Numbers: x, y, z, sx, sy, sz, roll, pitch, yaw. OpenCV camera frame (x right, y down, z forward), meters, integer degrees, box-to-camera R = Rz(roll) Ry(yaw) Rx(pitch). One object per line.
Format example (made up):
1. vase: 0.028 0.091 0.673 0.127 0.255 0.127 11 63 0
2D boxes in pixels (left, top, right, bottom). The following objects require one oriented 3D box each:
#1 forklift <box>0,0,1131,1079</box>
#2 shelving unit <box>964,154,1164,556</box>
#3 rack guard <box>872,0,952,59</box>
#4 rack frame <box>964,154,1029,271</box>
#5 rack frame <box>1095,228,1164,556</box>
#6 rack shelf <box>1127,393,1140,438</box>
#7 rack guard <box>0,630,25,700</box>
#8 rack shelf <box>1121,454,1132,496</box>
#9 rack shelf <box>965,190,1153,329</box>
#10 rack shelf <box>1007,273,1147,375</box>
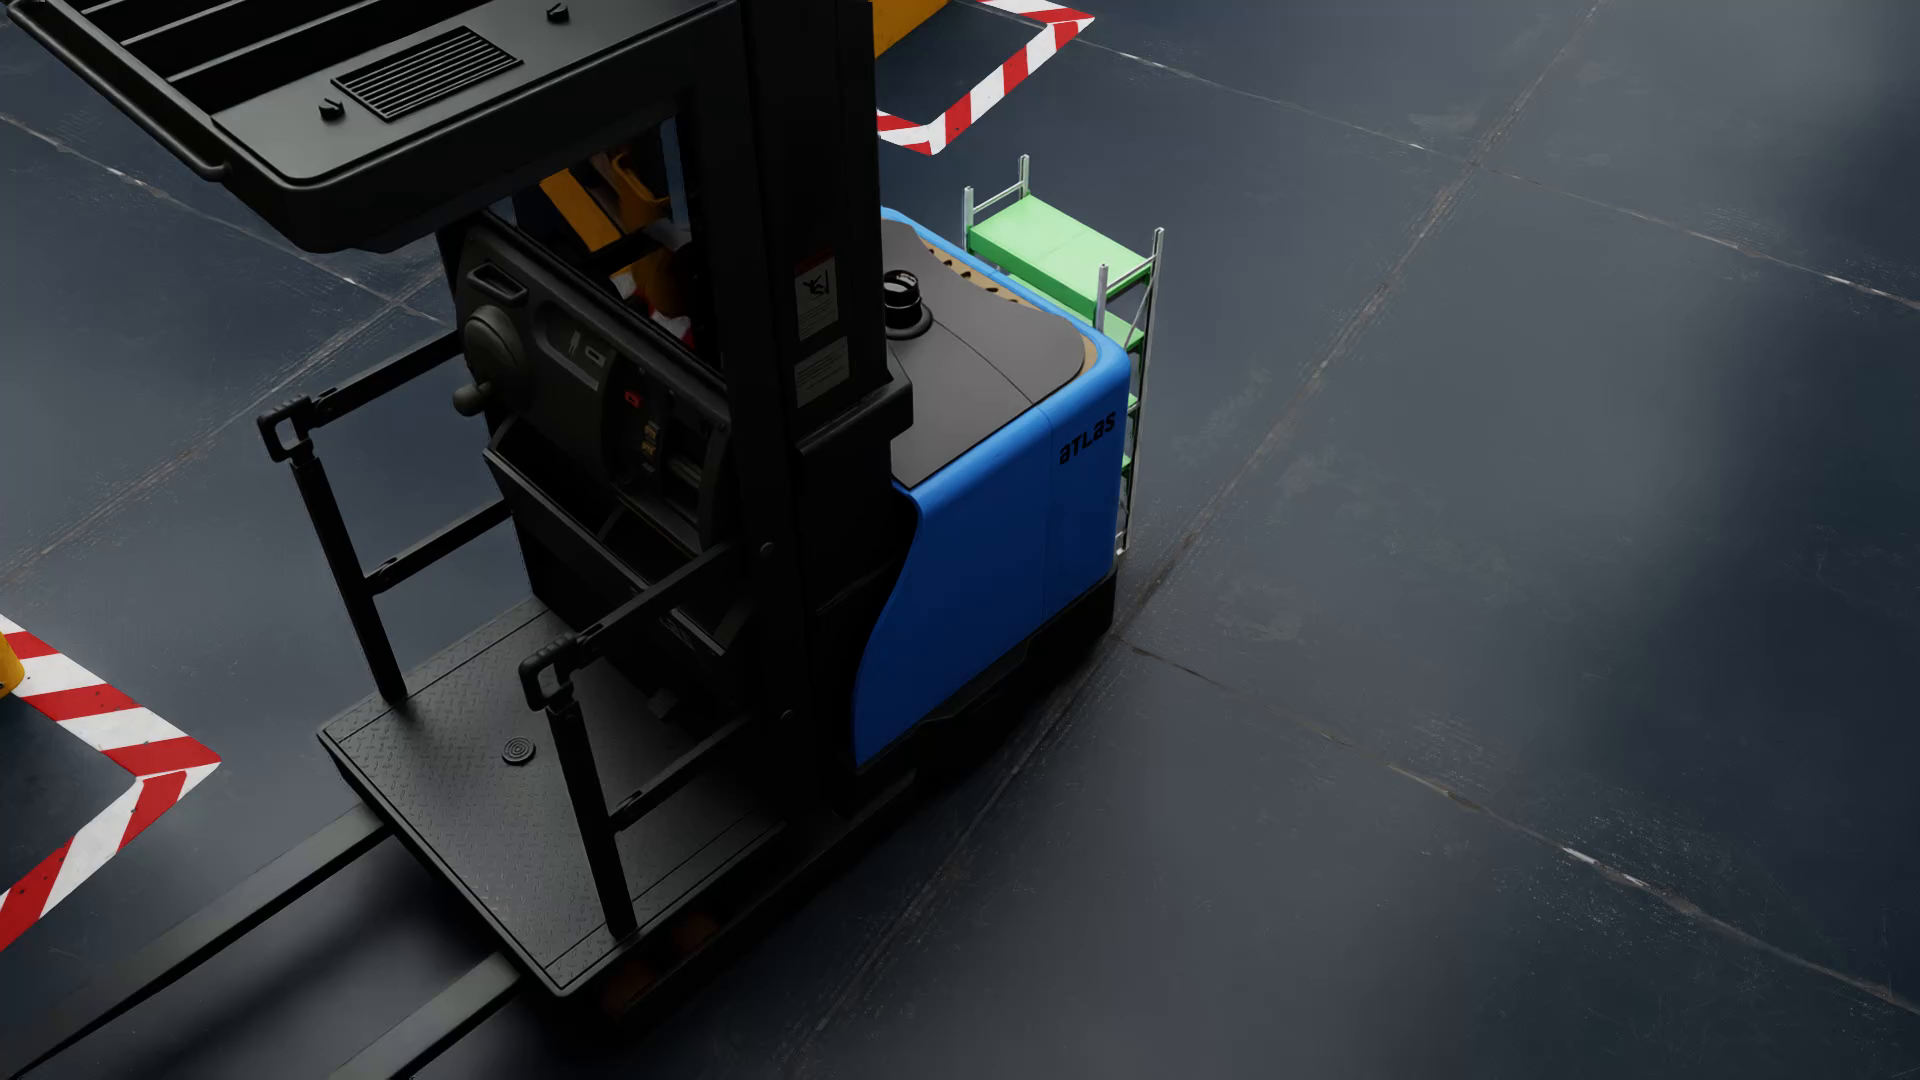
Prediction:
1. forklift: -0.945 -0.250 3.449 3.031 2.935 1.130 -36 55 -29
2. shelving unit: 0.272 -0.463 4.862 0.258 1.200 0.503 -35 55 -30
3. rack guard: -0.410 -2.457 7.288 0.348 0.500 1.175 25 51 22
4. rack frame: 0.099 -0.587 4.982 0.240 1.200 0.015 -35 55 -30
5. rack frame: 0.444 -0.339 4.742 0.240 1.200 0.015 -35 55 -30
6. rack shelf: 0.272 -0.418 4.908 0.258 0.148 0.480 -35 55 -30
7. rack guard: -3.171 0.503 4.413 0.348 0.500 1.175 25 51 22
8. rack shelf: 0.271 -0.250 5.079 0.258 0.148 0.480 -35 55 -30
9. rack shelf: 0.273 -0.754 4.565 0.258 0.148 0.480 -35 55 -30
10. rack shelf: 0.272 -0.586 4.736 0.258 0.148 0.480 -35 55 -30
